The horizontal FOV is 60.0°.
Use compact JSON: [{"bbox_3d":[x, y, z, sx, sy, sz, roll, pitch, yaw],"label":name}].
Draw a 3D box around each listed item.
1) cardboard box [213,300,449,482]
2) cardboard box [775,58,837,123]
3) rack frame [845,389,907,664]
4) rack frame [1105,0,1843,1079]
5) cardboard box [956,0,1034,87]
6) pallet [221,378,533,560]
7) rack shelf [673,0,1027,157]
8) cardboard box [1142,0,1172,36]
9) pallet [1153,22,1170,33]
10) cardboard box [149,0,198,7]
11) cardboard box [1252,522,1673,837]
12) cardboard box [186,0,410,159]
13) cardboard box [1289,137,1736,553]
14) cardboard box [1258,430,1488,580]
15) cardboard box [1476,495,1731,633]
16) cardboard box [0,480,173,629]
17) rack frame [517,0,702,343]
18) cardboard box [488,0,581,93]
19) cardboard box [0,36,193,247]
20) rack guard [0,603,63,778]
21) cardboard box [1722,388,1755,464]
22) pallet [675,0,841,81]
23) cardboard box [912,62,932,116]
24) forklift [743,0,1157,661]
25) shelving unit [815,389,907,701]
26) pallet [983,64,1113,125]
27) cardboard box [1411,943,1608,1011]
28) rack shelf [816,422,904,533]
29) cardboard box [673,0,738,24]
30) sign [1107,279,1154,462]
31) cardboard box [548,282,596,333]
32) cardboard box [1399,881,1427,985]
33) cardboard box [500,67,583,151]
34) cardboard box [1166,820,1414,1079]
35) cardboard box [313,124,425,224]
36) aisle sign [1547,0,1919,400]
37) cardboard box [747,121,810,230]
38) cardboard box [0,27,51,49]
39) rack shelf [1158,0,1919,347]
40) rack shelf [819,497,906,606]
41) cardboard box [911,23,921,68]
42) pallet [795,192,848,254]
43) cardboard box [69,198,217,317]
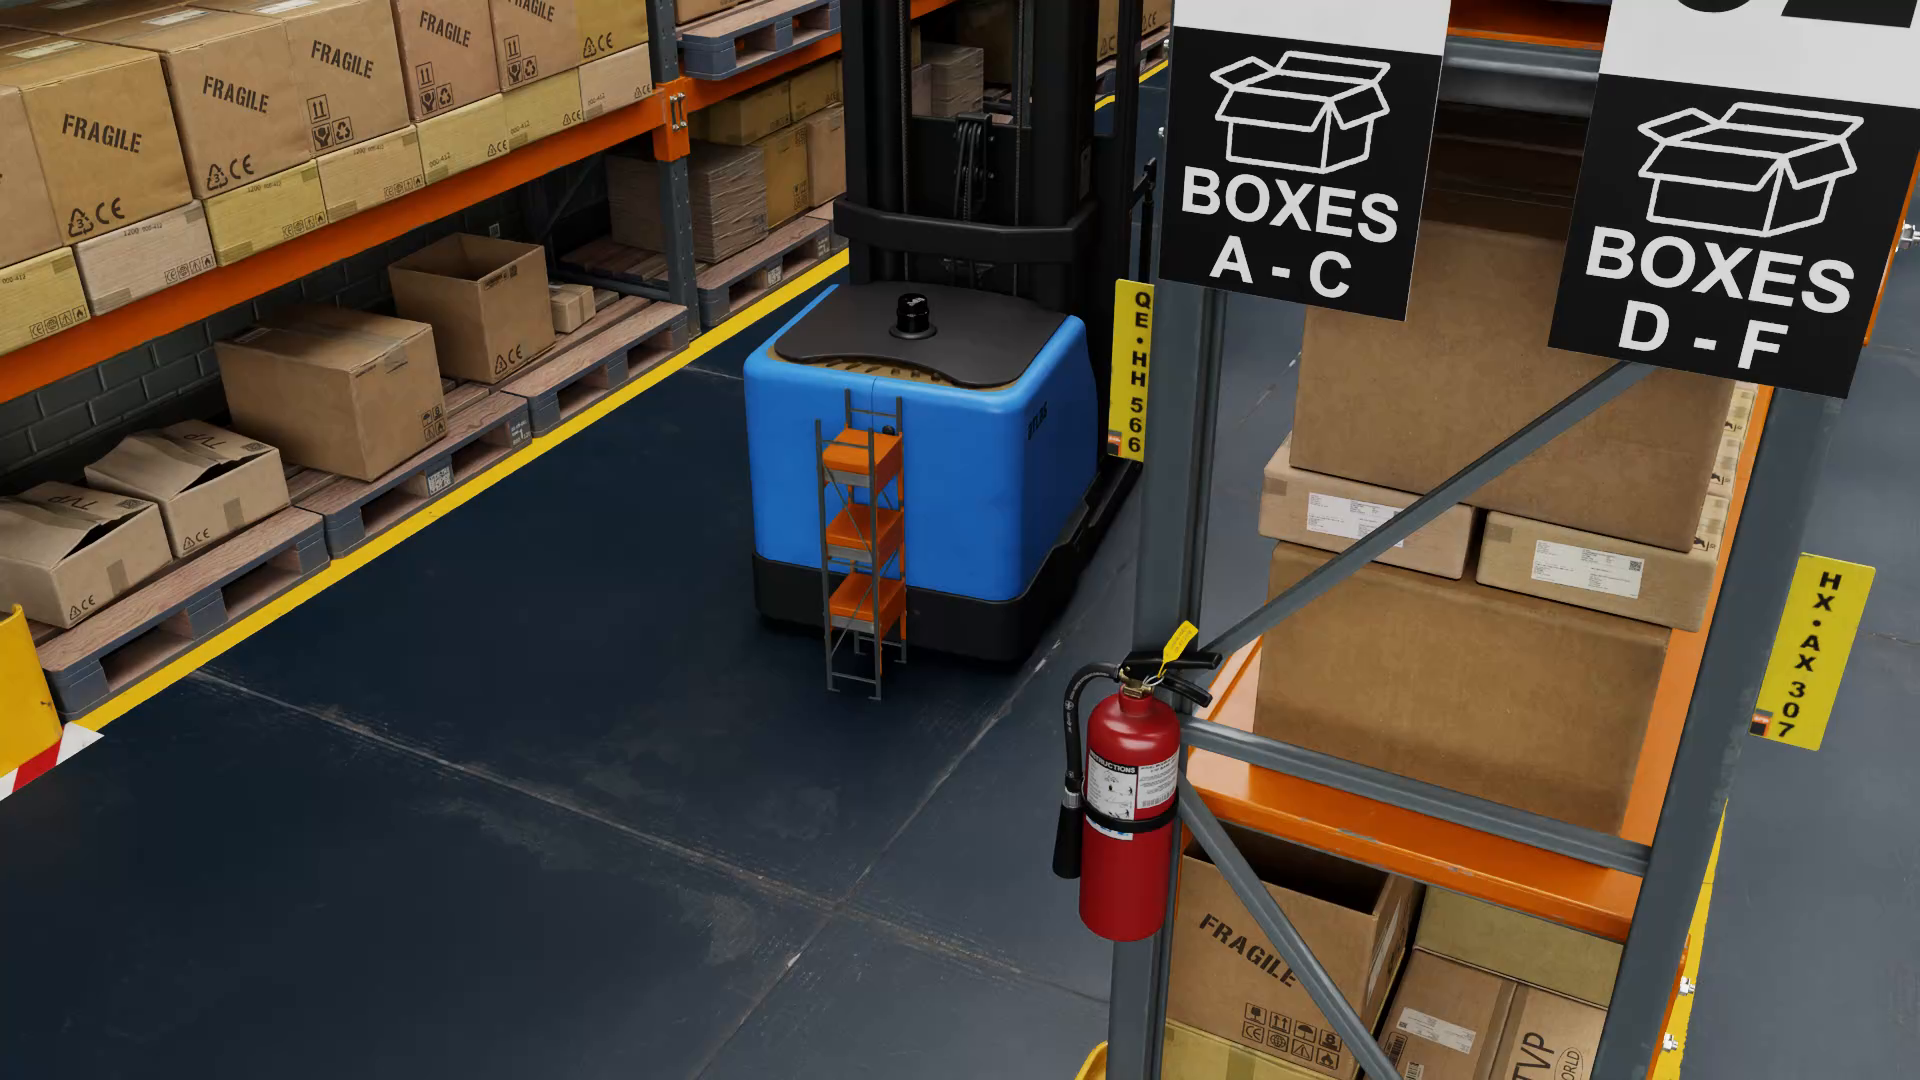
[{"bbox_3d":[-2.596,-0.630,6.903,0.700,0.500,0.500,12,32,20],"label":"cardboard box"},{"bbox_3d":[-1.056,-2.633,9.638,0.500,0.250,0.500,13,32,22],"label":"cardboard box"},{"bbox_3d":[-0.287,-0.029,5.746,0.200,1.050,0.008,10,31,17],"label":"rack frame"},{"bbox_3d":[0.779,0.451,2.952,0.949,2.616,0.053,14,33,23],"label":"rack frame"},{"bbox_3d":[0.466,-3.763,12.027,0.750,0.750,0.750,14,33,23],"label":"cardboard box"},{"bbox_3d":[-2.637,-0.385,7.209,1.003,0.211,1.213,14,33,23],"label":"pallet"},{"bbox_3d":[-0.897,-3.018,9.716,1.077,0.370,4.000,14,33,23],"label":"rack shelf"},{"bbox_3d":[1.254,-4.527,13.359,0.750,0.750,0.750,15,33,25],"label":"cardboard box"},{"bbox_3d":[1.552,-4.421,14.237,1.003,0.211,1.213,14,33,23],"label":"pallet"},{"bbox_3d":[-2.905,-1.870,6.372,0.500,0.500,0.500,15,33,24],"label":"cardboard box"},{"bbox_3d":[1.006,0.205,3.281,0.700,0.500,0.500,14,33,23],"label":"cardboard box"},{"bbox_3d":[-2.445,-1.758,6.177,0.500,0.500,0.500,15,33,25],"label":"cardboard box"},{"bbox_3d":[1.030,-0.381,2.999,0.700,0.500,0.500,14,33,23],"label":"cardboard box"},{"bbox_3d":[0.786,-0.085,3.134,0.380,0.149,0.250,14,33,22],"label":"cardboard box"},{"bbox_3d":[1.152,0.002,2.982,0.380,0.149,0.250,14,33,23],"label":"cardboard box"},{"bbox_3d":[-3.235,0.019,5.963,0.500,0.311,0.500,11,32,18],"label":"cardboard box"},{"bbox_3d":[-1.808,-2.443,7.993,1.000,3.000,0.127,14,33,23],"label":"rack frame"},{"bbox_3d":[-1.970,-2.210,6.963,0.500,0.500,0.500,14,33,23],"label":"cardboard box"},{"bbox_3d":[-2.911,-1.299,5.378,0.500,0.500,0.500,14,33,23],"label":"cardboard box"},{"bbox_3d":[-3.595,0.380,5.586,1.175,0.500,0.348,14,33,23],"label":"rack guard"},{"bbox_3d":[1.385,-0.226,3.379,0.380,0.149,0.250,14,33,23],"label":"cardboard box"},{"bbox_3d":[-1.330,-2.666,8.573,1.003,0.211,1.213,14,33,23],"label":"pallet"},{"bbox_3d":[-0.605,-2.790,10.665,0.700,0.500,0.500,14,33,23],"label":"cardboard box"},{"bbox_3d":[0.210,-1.565,6.533,1.130,2.935,3.031,10,31,17],"label":"forklift"},{"bbox_3d":[-0.328,0.028,5.647,0.215,1.050,0.252,10,31,17],"label":"shelving unit"},{"bbox_3d":[0.441,-3.340,12.354,1.003,0.211,1.213,14,33,23],"label":"pallet"},{"bbox_3d":[1.448,1.053,4.244,0.500,0.250,0.500,14,33,23],"label":"cardboard box"},{"bbox_3d":[-0.328,-0.209,5.510,0.215,0.259,0.240,10,31,17],"label":"rack shelf"},{"bbox_3d":[-1.545,-2.895,8.238,0.700,0.500,0.500,14,33,23],"label":"cardboard box"},{"bbox_3d":[0.305,-0.282,2.828,0.100,0.325,0.005,14,33,23],"label":"sign"},{"bbox_3d":[-2.025,-1.161,8.164,0.380,0.166,0.250,10,31,17],"label":"cardboard box"},{"bbox_3d":[0.980,0.933,4.452,0.500,0.250,0.500,14,33,23],"label":"cardboard box"},{"bbox_3d":[-1.988,-1.889,7.158,0.500,0.250,0.500,14,33,23],"label":"cardboard box"},{"bbox_3d":[0.761,0.832,3.876,0.500,0.500,0.500,14,33,23],"label":"cardboard box"},{"bbox_3d":[-2.431,-1.439,6.375,0.500,0.250,0.500,15,33,24],"label":"cardboard box"},{"bbox_3d":[1.024,-0.577,2.131,0.394,0.787,0.004,14,33,23],"label":"aisle sign"},{"bbox_3d":[-1.296,-2.121,9.499,0.700,0.500,0.500,14,33,22],"label":"cardboard box"},{"bbox_3d":[-3.366,-1.417,5.583,0.500,0.500,0.500,15,33,24],"label":"cardboard box"},{"bbox_3d":[1.693,-1.423,3.927,1.077,0.370,4.000,14,33,23],"label":"rack shelf"},{"bbox_3d":[-0.328,0.037,5.652,0.215,0.259,0.240,10,31,17],"label":"rack shelf"},{"bbox_3d":[-0.583,-3.079,10.415,0.500,0.250,0.500,15,33,24],"label":"cardboard box"},{"bbox_3d":[-0.900,-2.122,10.234,1.003,0.211,1.213,14,33,23],"label":"pallet"},{"bbox_3d":[-2.901,-0.991,5.595,0.500,0.250,0.500,13,32,22],"label":"cardboard box"}]
